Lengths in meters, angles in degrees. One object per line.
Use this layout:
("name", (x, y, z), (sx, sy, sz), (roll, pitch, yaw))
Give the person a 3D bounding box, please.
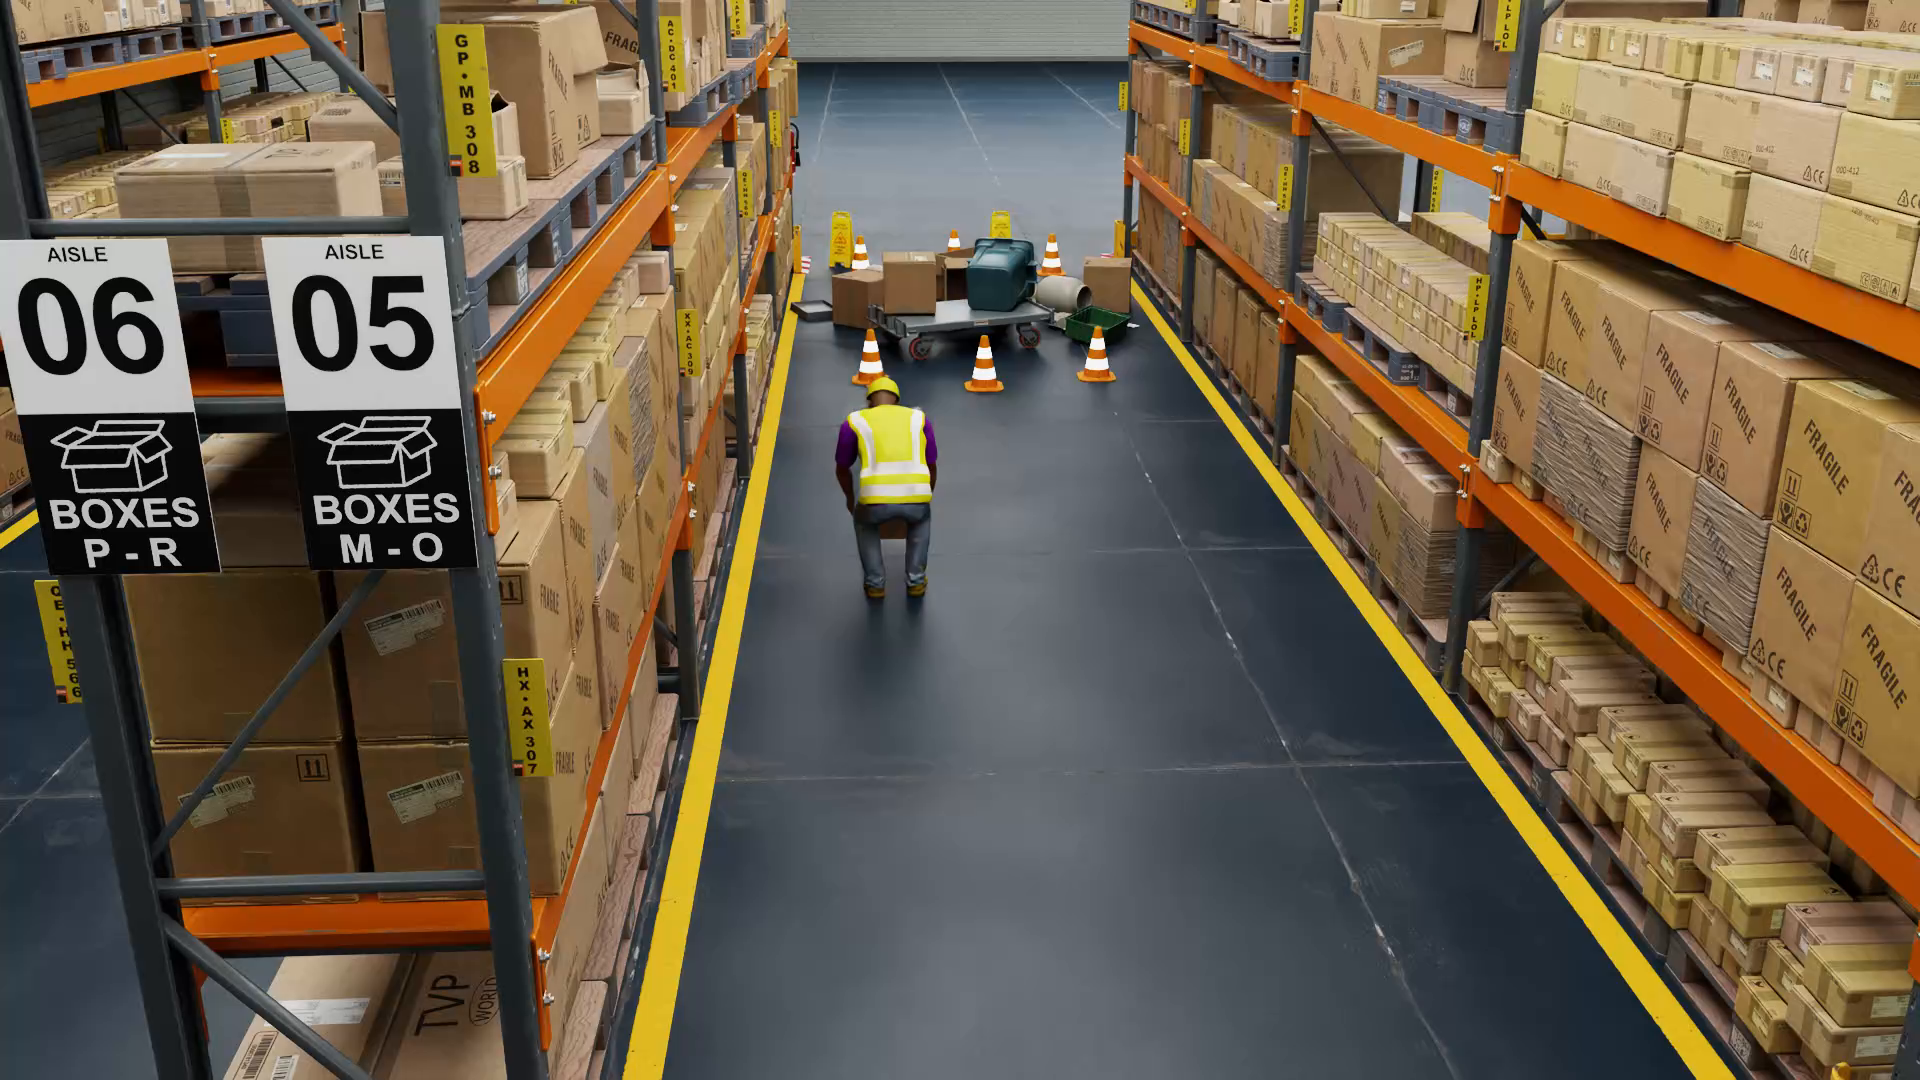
("person", (-0.444, -0.305, 10.101), (0.626, 1.260, 0.822), (-1, 20, -3))
